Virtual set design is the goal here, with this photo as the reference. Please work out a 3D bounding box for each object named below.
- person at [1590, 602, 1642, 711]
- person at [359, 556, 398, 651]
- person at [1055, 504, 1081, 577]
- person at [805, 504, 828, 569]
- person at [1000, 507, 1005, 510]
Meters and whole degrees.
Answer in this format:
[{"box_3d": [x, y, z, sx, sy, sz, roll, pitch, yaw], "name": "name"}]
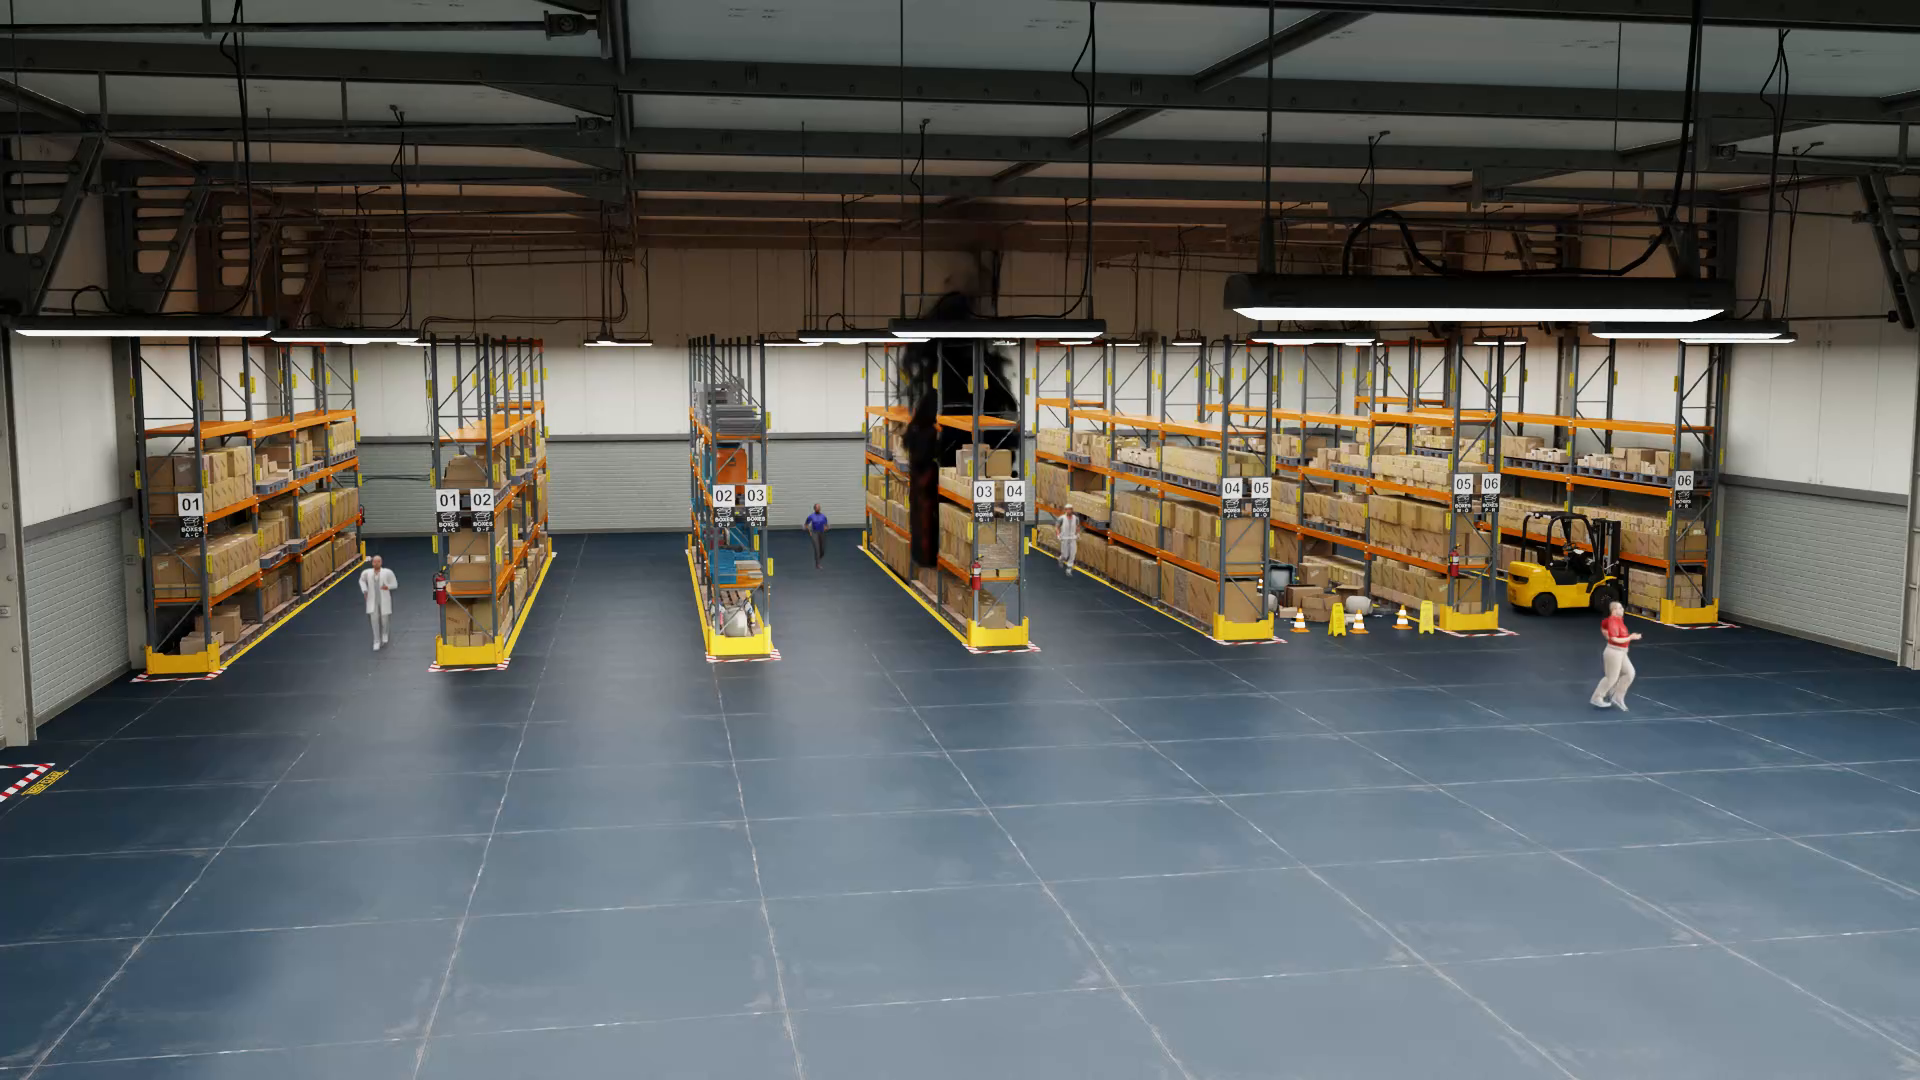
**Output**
[{"box_3d": [10.421, 1.864, 26.385, 0.727, 1.779, 0.640, 4, 8, 29], "name": "person"}, {"box_3d": [-11.104, 1.271, 31.770, 0.704, 1.554, 1.038, -2, 7, -15], "name": "person"}, {"box_3d": [2.590, -0.015, 40.040, 0.646, 1.751, 0.711, -1, 7, -13], "name": "person"}, {"box_3d": [-3.546, -0.090, 41.363, 0.584, 1.630, 0.673, -2, 7, -20], "name": "person"}, {"box_3d": [1.271, -0.396, 46.731, 0.537, 1.578, 0.741, -2, 7, -14], "name": "person"}]
